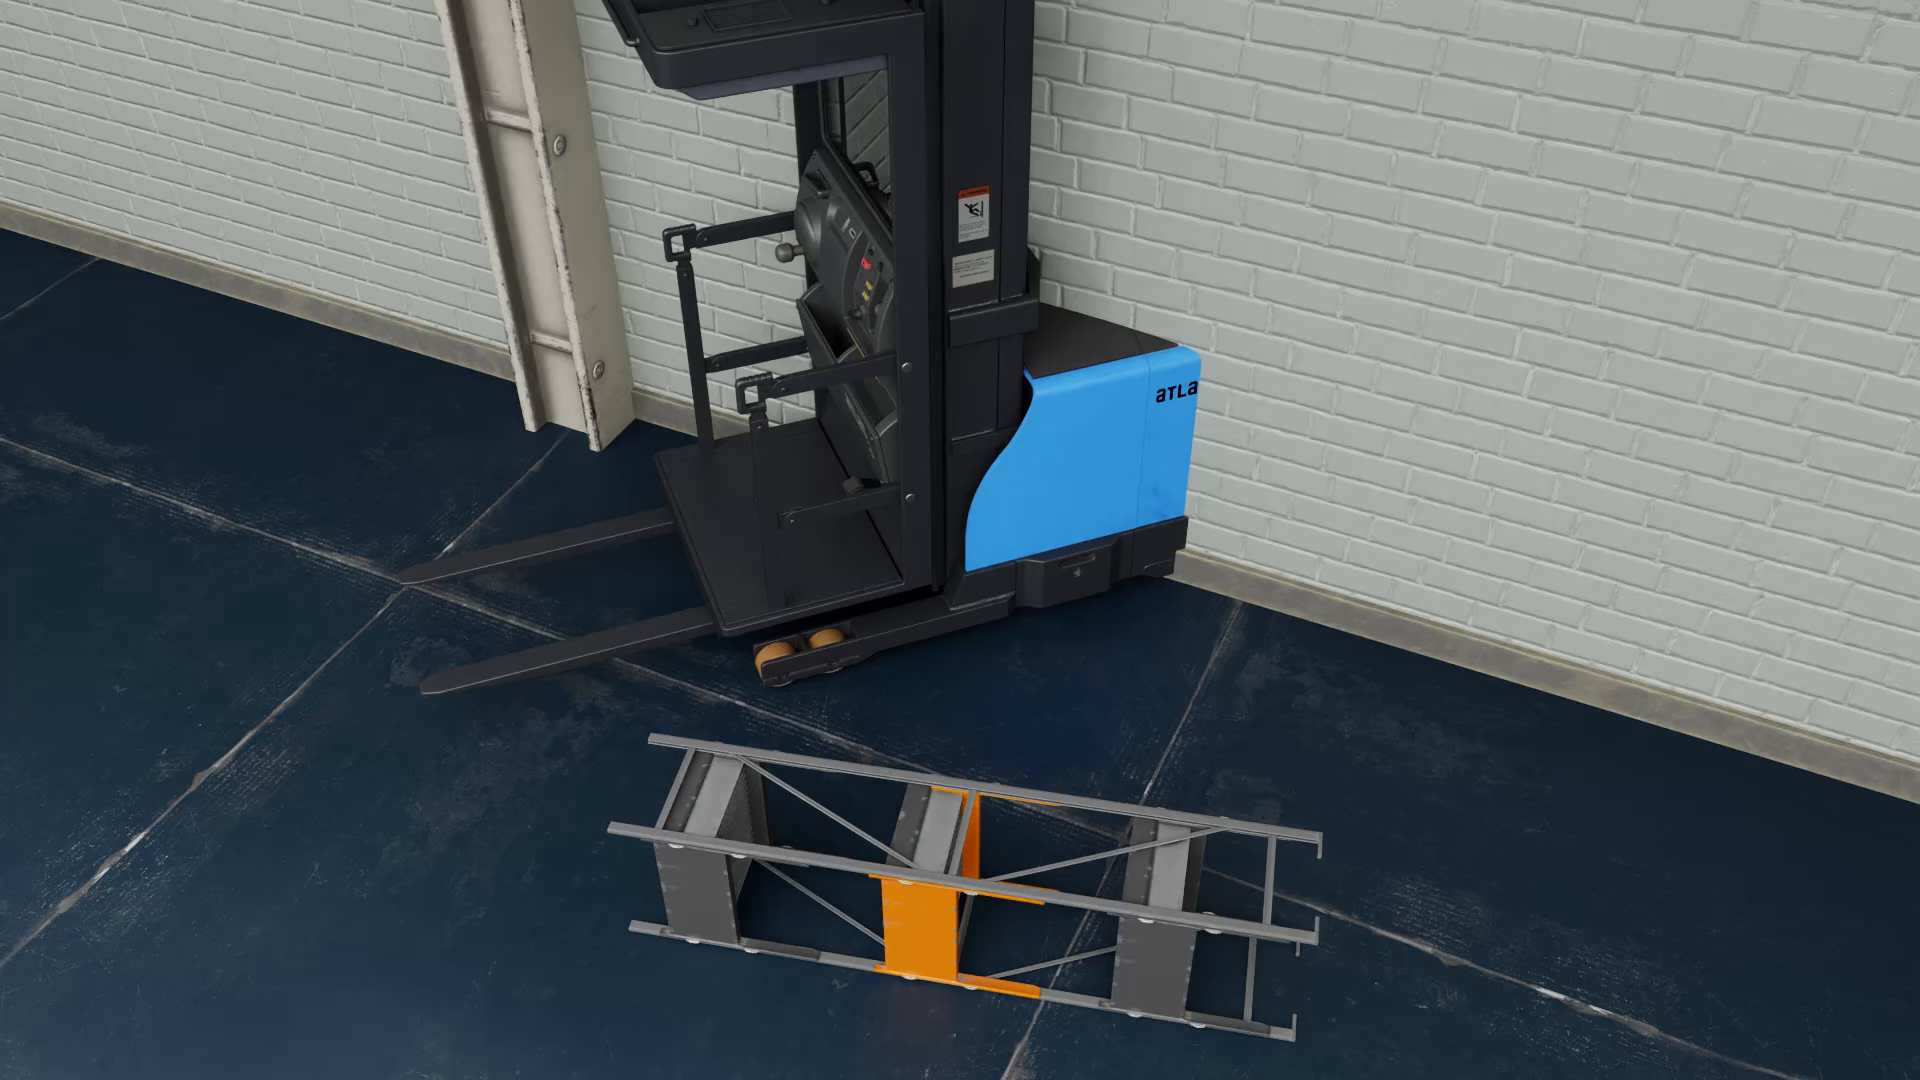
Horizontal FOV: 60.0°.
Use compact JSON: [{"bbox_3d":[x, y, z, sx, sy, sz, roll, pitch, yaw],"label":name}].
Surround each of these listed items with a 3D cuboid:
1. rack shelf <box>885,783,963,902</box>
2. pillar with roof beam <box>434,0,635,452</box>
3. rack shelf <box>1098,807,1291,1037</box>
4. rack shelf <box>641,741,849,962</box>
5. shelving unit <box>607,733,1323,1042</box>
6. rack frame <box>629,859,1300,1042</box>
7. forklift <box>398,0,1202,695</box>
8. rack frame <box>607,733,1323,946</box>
[{"bbox_3d":[-0.107,1.044,5.151,0.174,0.457,0.368,7,41,8],"label":"rack shelf"},{"bbox_3d":[-3.491,-1.371,1.461,0.400,9.000,9.100,17,44,19],"label":"pillar with roof beam"},{"bbox_3d":[0.715,1.149,5.030,0.518,0.480,0.431,7,41,8],"label":"rack shelf"},{"bbox_3d":[-0.660,0.974,5.232,0.518,0.480,0.431,7,41,8],"label":"rack shelf"},{"bbox_3d":[0.014,1.060,5.133,2.100,0.503,0.431,7,41,8],"label":"shelving unit"},{"bbox_3d":[0.014,1.244,5.293,2.100,0.015,0.400,7,41,8],"label":"rack frame"},{"bbox_3d":[-0.583,-0.961,5.621,3.031,2.935,1.130,-14,43,-16],"label":"forklift"},{"bbox_3d":[0.014,0.875,4.973,2.100,0.015,0.400,7,41,8],"label":"rack frame"}]
